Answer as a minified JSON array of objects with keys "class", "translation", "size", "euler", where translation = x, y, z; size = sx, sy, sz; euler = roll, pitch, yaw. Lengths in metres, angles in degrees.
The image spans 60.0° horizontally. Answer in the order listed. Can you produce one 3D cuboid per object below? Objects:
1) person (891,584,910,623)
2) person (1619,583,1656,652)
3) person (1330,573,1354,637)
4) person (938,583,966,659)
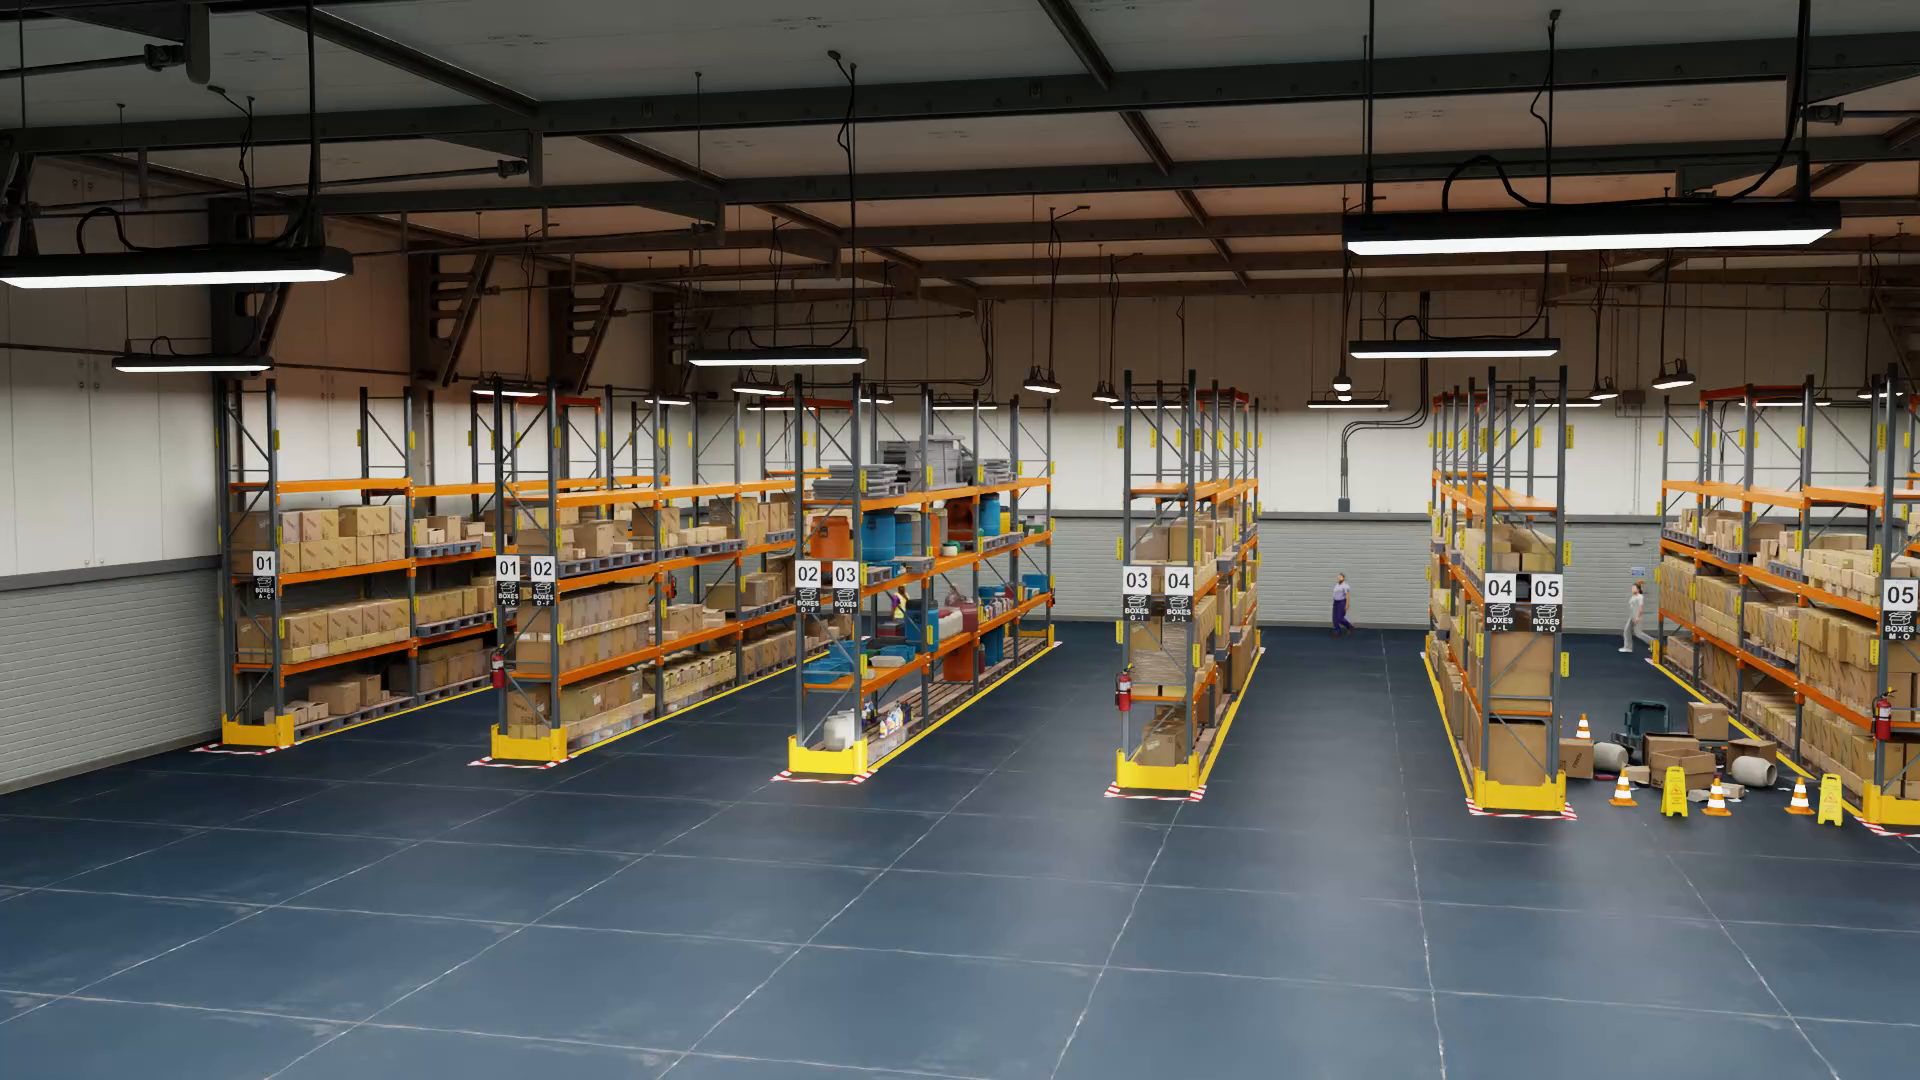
[{"class":"person","translation":[-1.277,1.827,38.299],"size":[0.518,1.788,0.615],"euler":[2,4,30]},{"class":"person","translation":[15.946,1.830,39.068],"size":[0.855,1.632,0.479],"euler":[1,3,8]},{"class":"person","translation":[9.649,1.649,42.070],"size":[0.530,1.629,0.498],"euler":[-1,4,-23]},{"class":"person","translation":[-0.153,1.850,38.223],"size":[0.732,1.727,1.140],"euler":[3,4,40]}]
